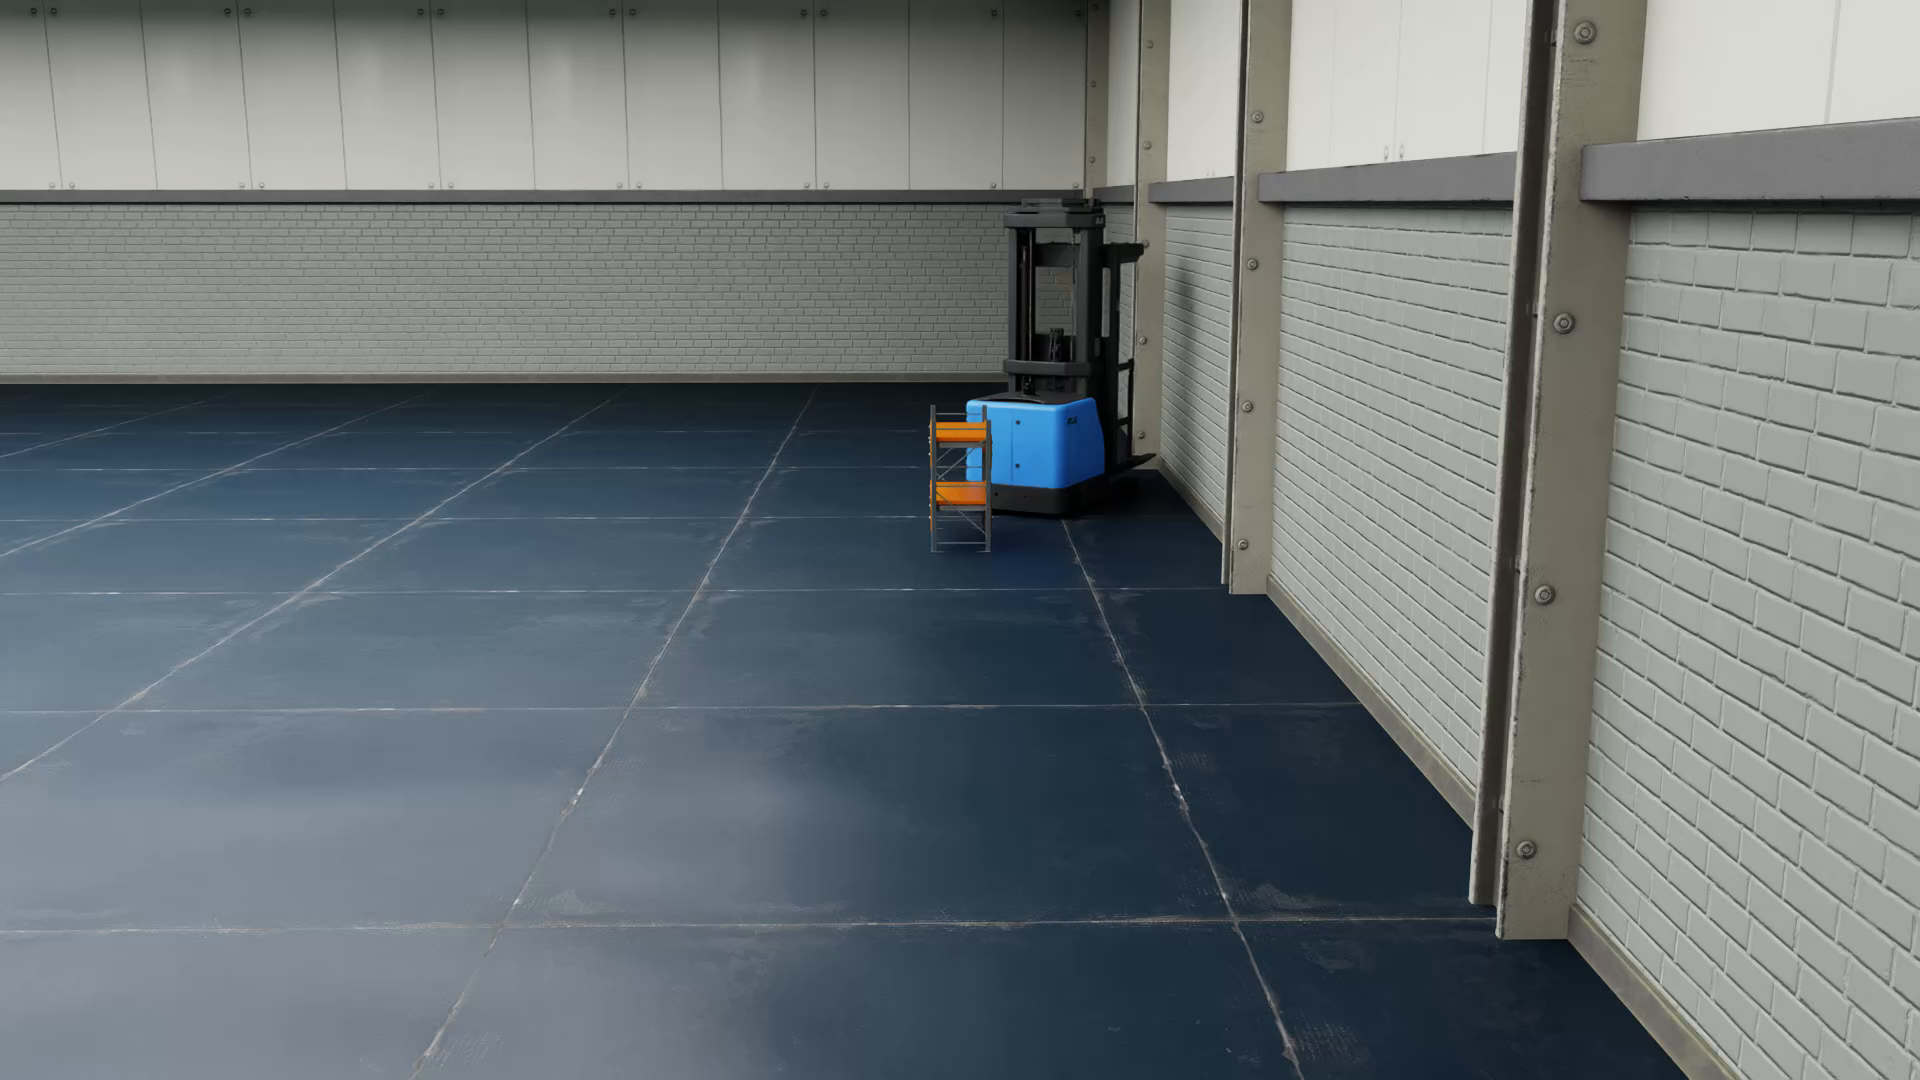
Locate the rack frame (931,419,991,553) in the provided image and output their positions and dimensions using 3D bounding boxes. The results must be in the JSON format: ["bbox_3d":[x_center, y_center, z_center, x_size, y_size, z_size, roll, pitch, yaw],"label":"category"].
[{"bbox_3d":[0.011,-0.449,13.943,0.500,1.125,0.032,0,11,-1],"label":"rack frame"}]

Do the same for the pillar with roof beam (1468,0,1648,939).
[{"bbox_3d":[-1.990,-2.831,5.883,9.100,9.000,0.400,0,11,-1],"label":"pillar with roof beam"}]

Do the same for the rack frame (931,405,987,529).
[{"bbox_3d":[-0.010,-0.651,14.939,0.500,1.125,0.032,0,11,-1],"label":"rack frame"}]

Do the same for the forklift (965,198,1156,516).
[{"bbox_3d":[1.154,-1.912,16.612,1.130,2.935,3.031,6,13,26],"label":"forklift"}]

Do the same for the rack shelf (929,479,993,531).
[{"bbox_3d":[0.000,-0.310,14.489,0.538,0.278,1.000,0,11,-1],"label":"rack shelf"}]

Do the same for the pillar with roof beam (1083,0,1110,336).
[{"bbox_3d":[-2.362,-6.410,23.520,9.100,9.000,0.400,0,11,-1],"label":"pillar with roof beam"}]

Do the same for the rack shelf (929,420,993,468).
[{"bbox_3d":[0.000,-0.837,14.382,0.538,0.278,1.000,0,11,-1],"label":"rack shelf"}]

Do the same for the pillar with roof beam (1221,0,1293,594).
[{"bbox_3d":[-2.114,-4.024,11.762,9.100,9.000,0.400,0,11,-1],"label":"pillar with roof beam"}]

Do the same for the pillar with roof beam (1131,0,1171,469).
[{"bbox_3d":[-2.238,-5.217,17.641,9.100,9.000,0.400,0,11,-1],"label":"pillar with roof beam"}]

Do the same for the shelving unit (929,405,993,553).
[{"bbox_3d":[0.000,-0.550,14.441,0.538,1.125,1.048,0,11,-1],"label":"shelving unit"}]
